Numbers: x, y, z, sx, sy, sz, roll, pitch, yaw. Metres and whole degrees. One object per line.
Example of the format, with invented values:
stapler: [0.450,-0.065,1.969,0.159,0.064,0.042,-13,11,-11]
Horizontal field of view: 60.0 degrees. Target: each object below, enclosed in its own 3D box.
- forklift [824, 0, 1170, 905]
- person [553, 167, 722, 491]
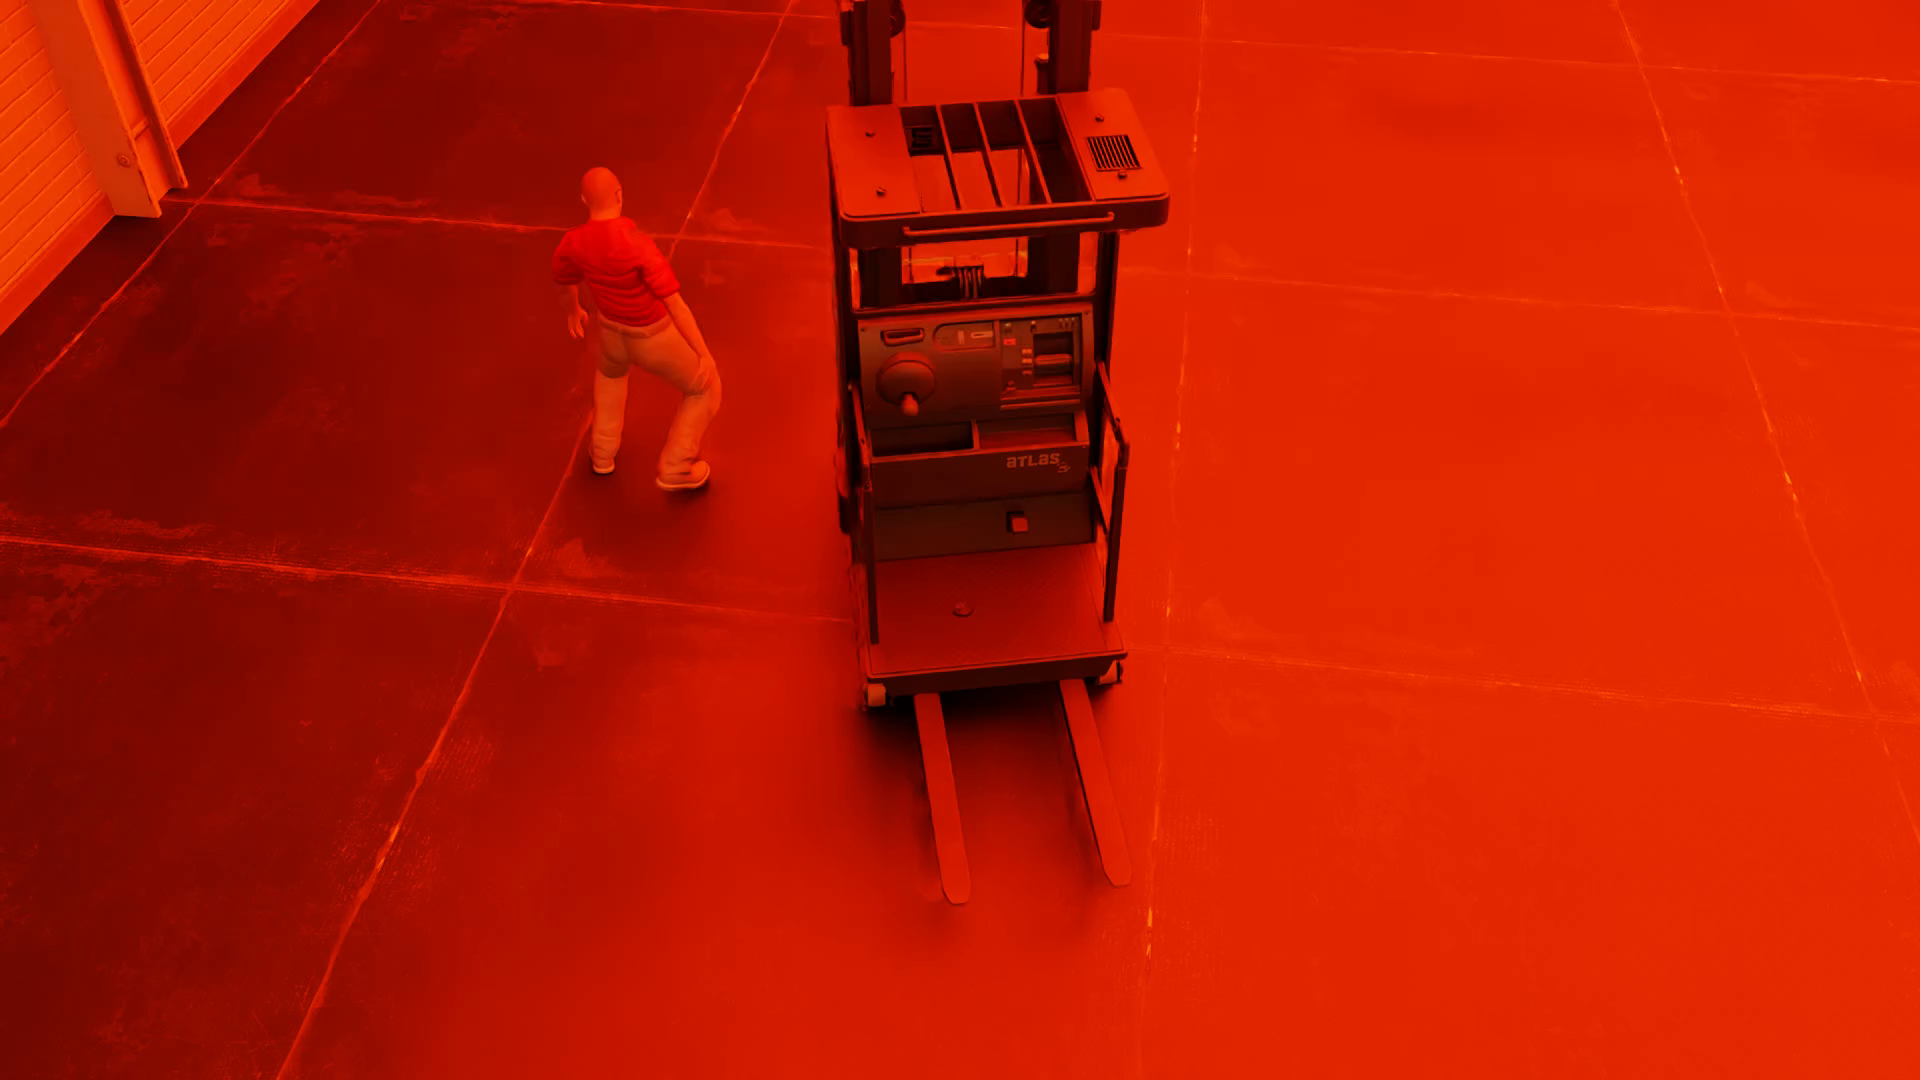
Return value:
forklift: [0.097,-0.622,6.401,1.130,2.935,3.031,-5,43,-6]
person: [-1.486,-0.955,7.729,0.910,1.647,0.506,19,46,20]
